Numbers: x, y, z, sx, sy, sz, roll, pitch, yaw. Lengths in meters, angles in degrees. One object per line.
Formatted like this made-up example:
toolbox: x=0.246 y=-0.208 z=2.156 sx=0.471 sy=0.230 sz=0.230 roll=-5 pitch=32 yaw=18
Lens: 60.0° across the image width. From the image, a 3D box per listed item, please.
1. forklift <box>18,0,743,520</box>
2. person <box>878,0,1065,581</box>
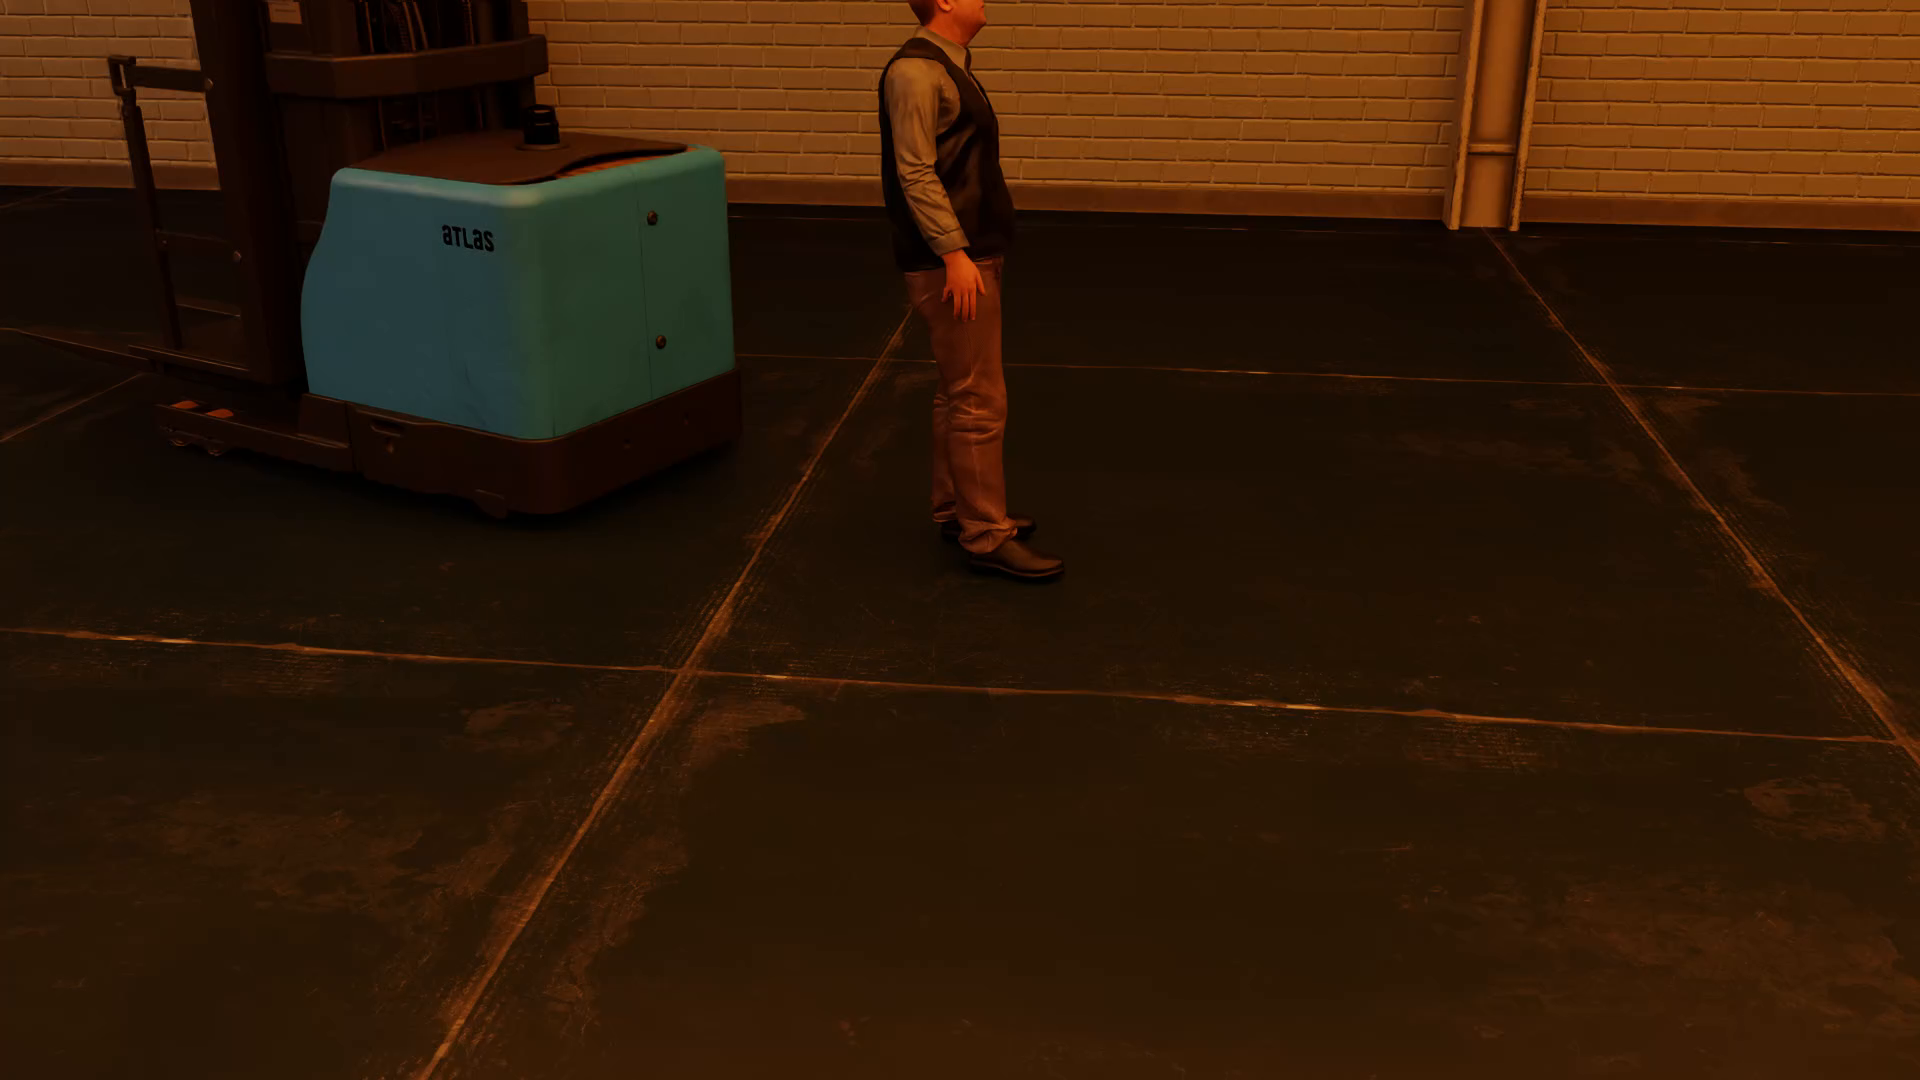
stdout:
forklift: x=-2.307 y=-1.813 z=5.756 sx=3.031 sy=2.935 sz=1.130 roll=12 pitch=25 yaw=28
person: x=0.060 y=-0.799 z=4.838 sx=0.568 sy=1.720 sz=0.632 roll=3 pitch=22 yaw=7
